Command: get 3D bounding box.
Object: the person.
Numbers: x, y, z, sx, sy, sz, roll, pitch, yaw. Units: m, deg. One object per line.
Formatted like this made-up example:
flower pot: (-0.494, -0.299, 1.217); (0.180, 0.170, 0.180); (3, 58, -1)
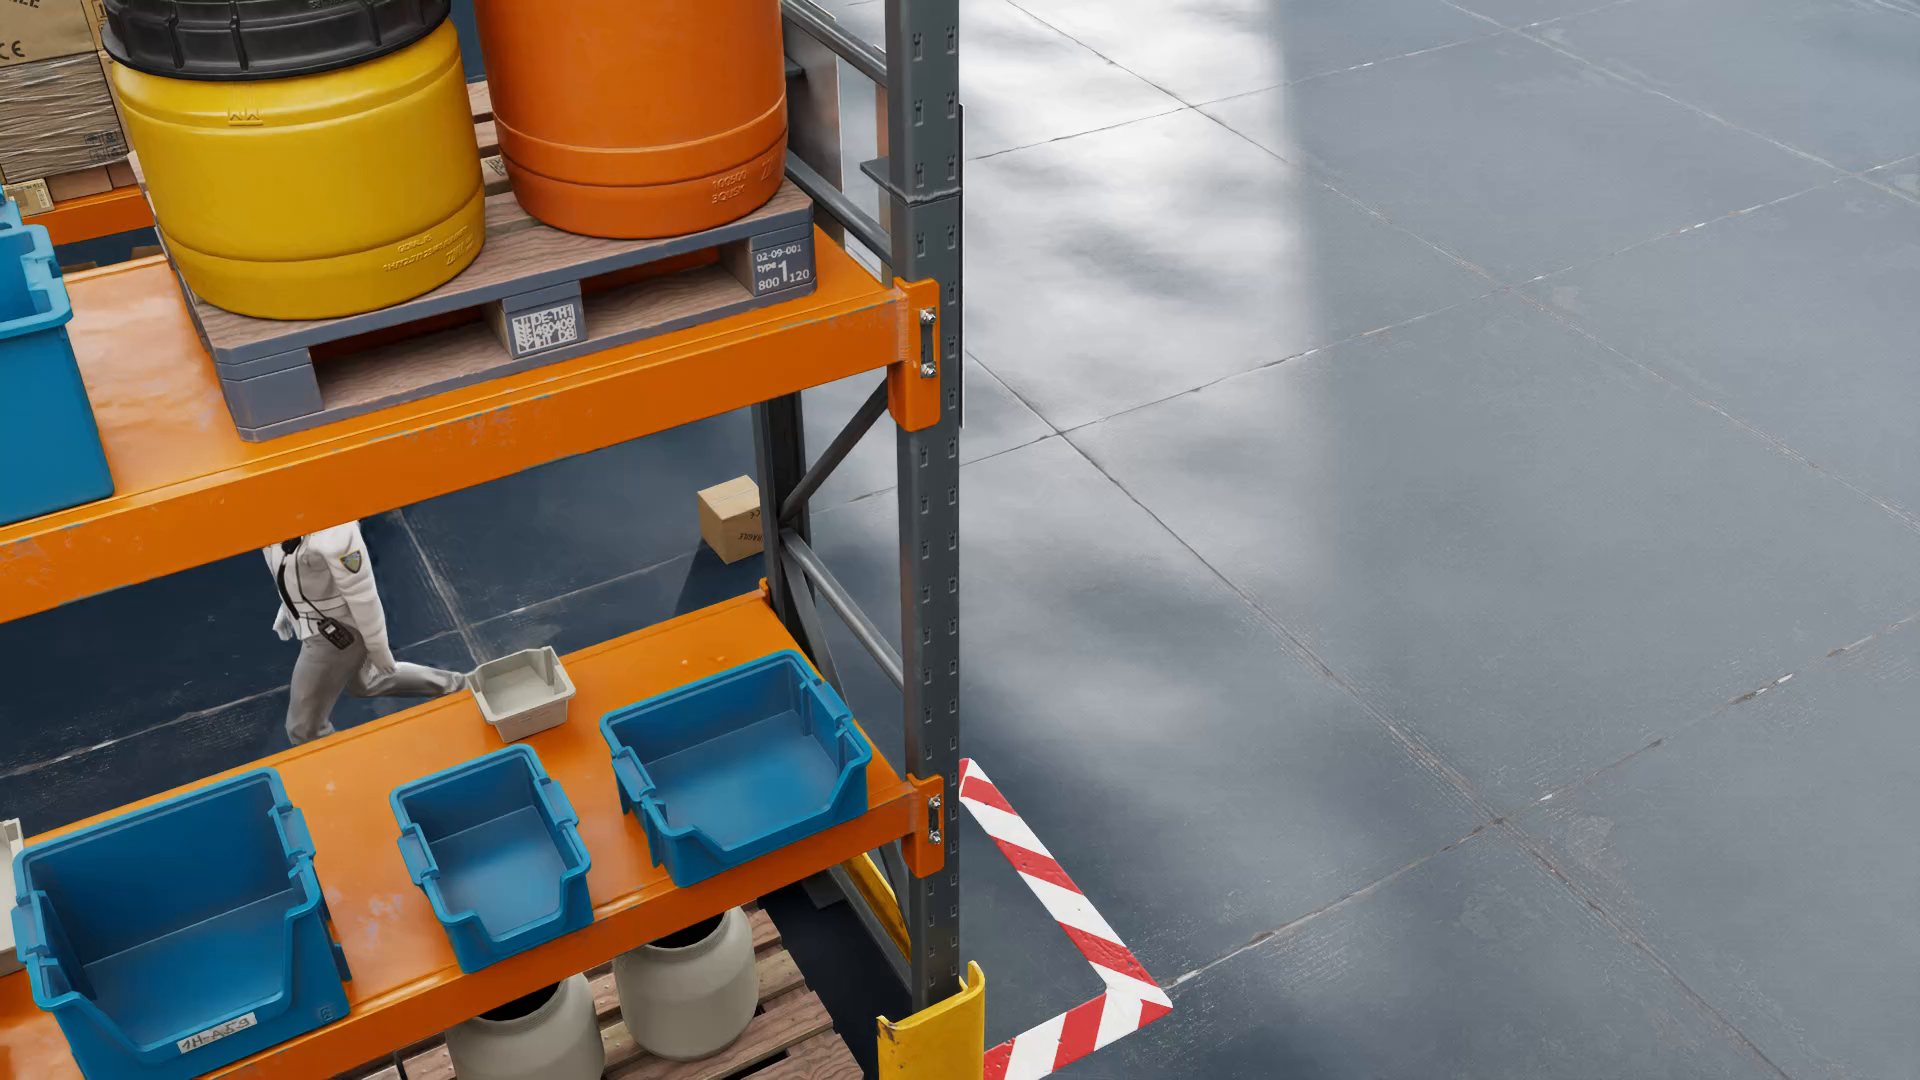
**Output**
person: (-2.152, 0.248, 5.784); (0.874, 1.642, 0.486); (-21, 42, -25)
